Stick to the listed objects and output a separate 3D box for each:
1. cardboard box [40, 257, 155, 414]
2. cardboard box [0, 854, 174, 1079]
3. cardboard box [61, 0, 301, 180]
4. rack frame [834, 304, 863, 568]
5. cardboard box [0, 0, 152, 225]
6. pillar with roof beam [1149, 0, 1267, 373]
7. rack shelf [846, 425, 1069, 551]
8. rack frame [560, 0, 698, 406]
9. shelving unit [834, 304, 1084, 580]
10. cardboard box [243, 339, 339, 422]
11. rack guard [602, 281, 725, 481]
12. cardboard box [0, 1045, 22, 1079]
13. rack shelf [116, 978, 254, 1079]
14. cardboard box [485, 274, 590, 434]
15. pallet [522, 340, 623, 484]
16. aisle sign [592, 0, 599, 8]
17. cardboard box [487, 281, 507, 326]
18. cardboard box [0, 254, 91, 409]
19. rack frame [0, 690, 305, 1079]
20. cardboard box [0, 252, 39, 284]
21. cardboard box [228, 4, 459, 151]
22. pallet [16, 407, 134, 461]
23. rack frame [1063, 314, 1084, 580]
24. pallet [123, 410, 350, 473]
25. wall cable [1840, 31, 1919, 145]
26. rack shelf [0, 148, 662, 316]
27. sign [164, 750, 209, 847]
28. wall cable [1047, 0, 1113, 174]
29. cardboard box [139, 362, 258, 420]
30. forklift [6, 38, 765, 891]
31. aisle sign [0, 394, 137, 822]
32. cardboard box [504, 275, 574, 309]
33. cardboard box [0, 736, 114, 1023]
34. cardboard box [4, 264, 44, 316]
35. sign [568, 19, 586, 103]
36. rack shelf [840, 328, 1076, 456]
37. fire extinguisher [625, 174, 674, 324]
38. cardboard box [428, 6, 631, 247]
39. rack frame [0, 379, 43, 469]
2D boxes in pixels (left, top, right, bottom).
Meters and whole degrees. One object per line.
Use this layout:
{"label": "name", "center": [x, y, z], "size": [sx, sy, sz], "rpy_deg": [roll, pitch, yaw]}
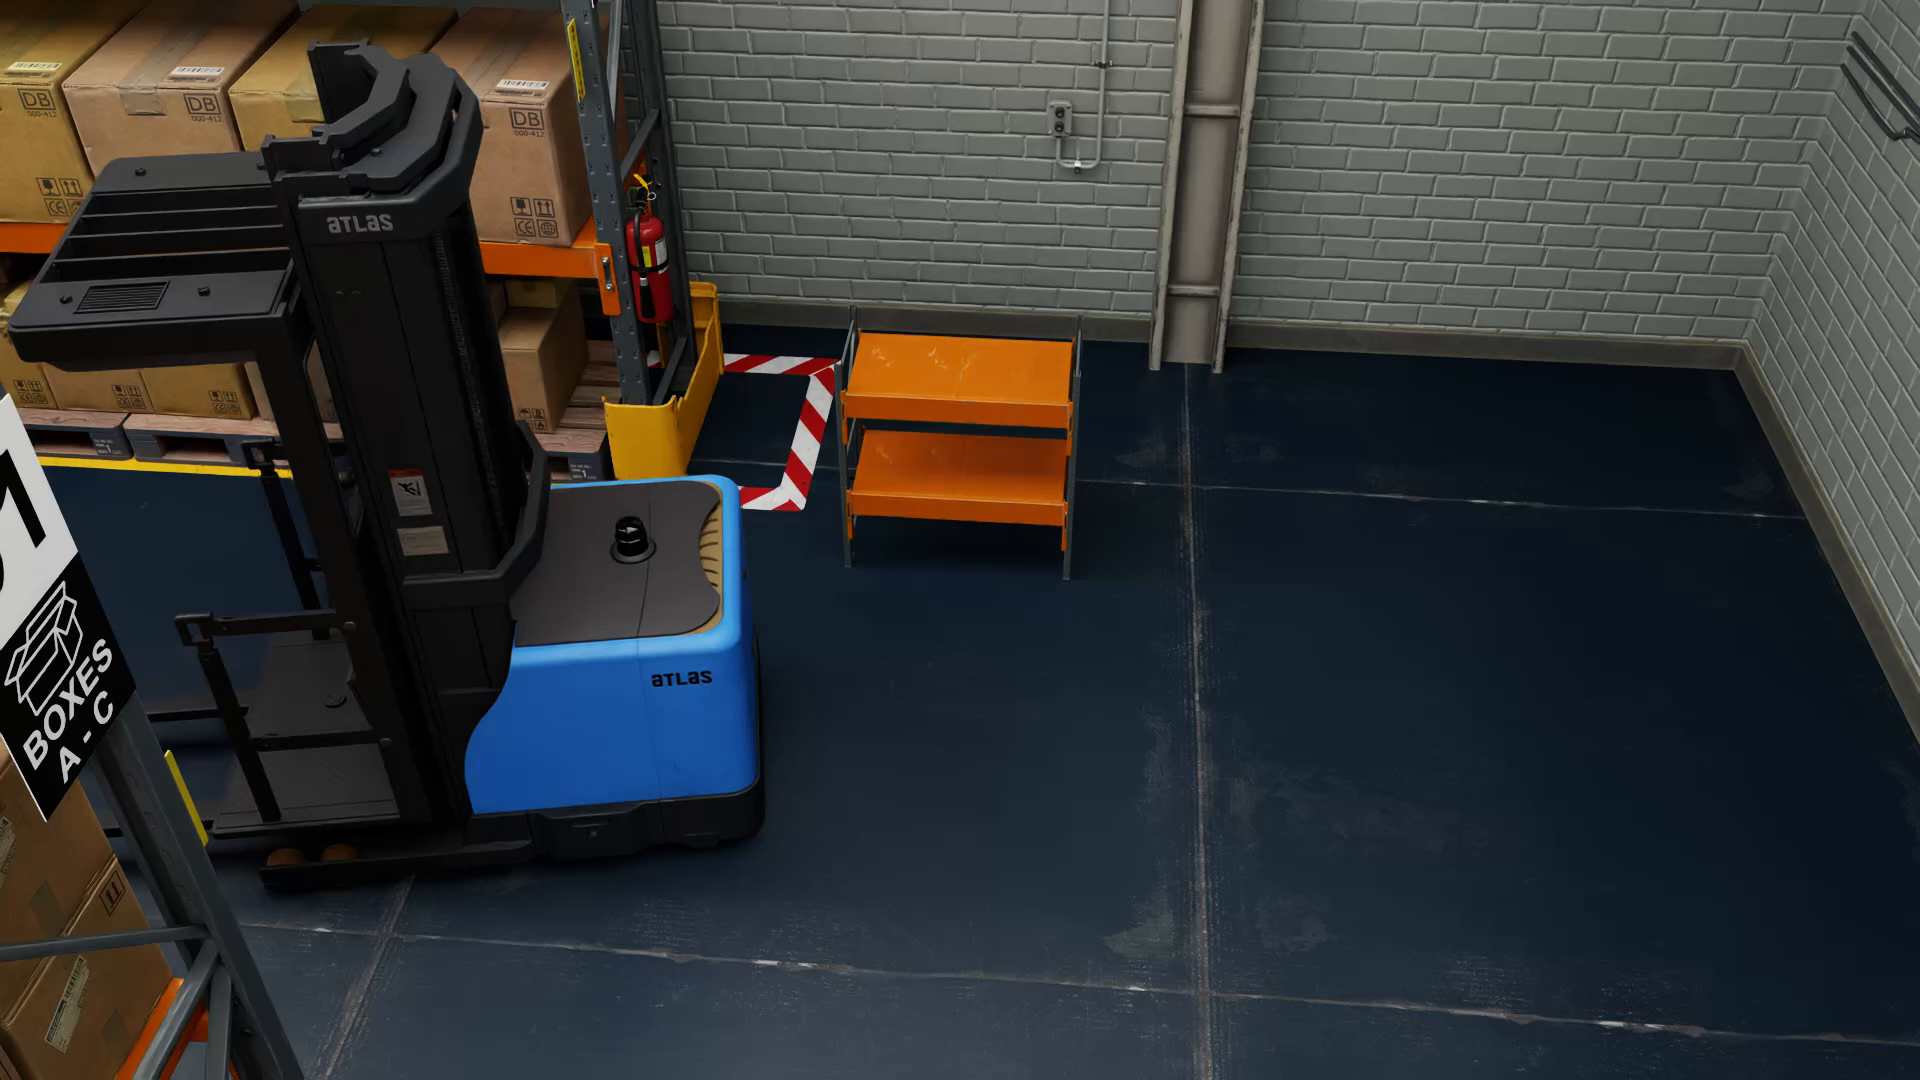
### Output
{"label": "cardboard box", "center": [-4.271, -1.056, 8.489], "size": [0.500, 0.500, 0.700], "rpy_deg": [3, 39, 3]}
{"label": "cardboard box", "center": [-2.365, 1.107, 4.105], "size": [0.500, 0.500, 0.500], "rpy_deg": [4, 39, 5]}
{"label": "cardboard box", "center": [-3.516, -1.997, 7.760], "size": [0.700, 0.700, 0.980], "rpy_deg": [1, 39, 2]}
{"label": "rack frame", "center": [-0.500, -0.464, 7.599], "size": [0.032, 1.125, 0.500], "rpy_deg": [3, 39, 4]}
{"label": "cardboard box", "center": [-4.241, -2.031, 7.801], "size": [0.700, 0.700, 0.980], "rpy_deg": [2, 39, 3]}
{"label": "pillar with roof beam", "center": [0.871, -1.796, 2.998], "size": [0.400, 9.000, 9.100], "rpy_deg": [3, 39, 4]}
{"label": "rack shelf", "center": [0.007, -0.246, 7.719], "size": [1.000, 0.278, 0.538], "rpy_deg": [3, 39, 4]}
{"label": "rack frame", "center": [-1.522, -1.779, 7.730], "size": [0.127, 3.000, 1.000], "rpy_deg": [3, 39, 4]}
{"label": "shelving unit", "center": [0.007, -0.436, 7.565], "size": [1.048, 1.125, 0.538], "rpy_deg": [3, 39, 4]}
{"label": "cardboard box", "center": [-3.228, -1.002, 8.423], "size": [0.500, 0.500, 0.700], "rpy_deg": [2, 39, 2]}
{"label": "rack guard", "center": [-1.498, -0.809, 8.518], "size": [0.348, 0.500, 1.175], "rpy_deg": [3, 39, 4]}
{"label": "cardboard box", "center": [-2.415, 1.444, 3.691], "size": [0.500, 0.500, 0.500], "rpy_deg": [4, 39, 5]}
{"label": "rack shelf", "center": [-3.938, 1.506, 4.264], "size": [4.000, 0.370, 1.077], "rpy_deg": [3, 39, 4]}
{"label": "cardboard box", "center": [-2.228, -0.948, 8.357], "size": [0.500, 0.500, 0.700], "rpy_deg": [3, 39, 4]}
{"label": "pallet", "center": [-2.325, -0.692, 8.604], "size": [1.213, 0.211, 1.003], "rpy_deg": [3, 39, 4]}
{"label": "aisle sign", "center": [-1.476, -2.595, 6.673], "size": [0.004, 0.787, 0.394], "rpy_deg": [3, 39, 4]}
{"label": "cardboard box", "center": [-2.372, -1.092, 8.020], "size": [0.250, 0.149, 0.380], "rpy_deg": [3, 39, 3]}
{"label": "cardboard box", "center": [-4.771, -1.086, 8.525], "size": [0.500, 0.500, 0.700], "rpy_deg": [4, 39, 4]}
{"label": "rack frame", "center": [-1.946, 1.336, 3.903], "size": [0.127, 3.000, 1.000], "rpy_deg": [3, 39, 4]}
{"label": "cardboard box", "center": [-4.898, -1.470, 8.484], "size": [0.250, 0.149, 0.380], "rpy_deg": [3, 39, 4]}
{"label": "cardboard box", "center": [-2.757, -1.950, 7.702], "size": [0.700, 0.700, 0.980], "rpy_deg": [3, 39, 3]}
{"label": "pallet", "center": [-4.756, -0.825, 8.767], "size": [1.213, 0.211, 1.003], "rpy_deg": [3, 39, 4]}
{"label": "rack frame", "center": [0.513, -0.408, 7.531], "size": [0.032, 1.125, 0.500], "rpy_deg": [3, 39, 4]}
{"label": "pallet", "center": [-3.537, -0.760, 8.687], "size": [1.213, 0.211, 1.003], "rpy_deg": [3, 39, 4]}
{"label": "wall cable", "center": [4.082, -2.369, 6.162], "size": [0.112, 2.526, 3.097], "rpy_deg": [3, 39, 4]}
{"label": "rack shelf", "center": [-3.515, -1.609, 8.091], "size": [4.000, 0.370, 1.077], "rpy_deg": [3, 39, 4]}
{"label": "sign", "center": [-1.899, 0.659, 4.049], "size": [0.005, 0.325, 0.100], "rpy_deg": [3, 39, 4]}
{"label": "wall cable", "center": [-0.165, -2.699, 8.055], "size": [1.851, 1.984, 0.084], "rpy_deg": [3, 39, 4]}
{"label": "cardboard box", "center": [-3.760, -1.027, 8.453], "size": [0.500, 0.500, 0.700], "rpy_deg": [4, 39, 5]}
{"label": "forklift", "center": [-2.313, -0.165, 5.802], "size": [3.031, 2.935, 1.130], "rpy_deg": [-4, 39, -5]}
{"label": "aisle sign", "center": [-1.852, 0.147, 3.304], "size": [0.004, 0.787, 0.394], "rpy_deg": [3, 39, 4]}
{"label": "cardboard box", "center": [-2.086, -1.319, 8.298], "size": [0.250, 0.149, 0.380], "rpy_deg": [3, 39, 4]}
{"label": "cardboard box", "center": [-2.365, 0.720, 3.789], "size": [0.500, 0.500, 0.500], "rpy_deg": [4, 39, 5]}
{"label": "cardboard box", "center": [-4.445, -1.204, 8.157], "size": [0.250, 0.149, 0.380], "rpy_deg": [4, 39, 5]}
{"label": "sign", "center": [-1.583, -1.980, 6.872], "size": [0.005, 0.325, 0.100], "rpy_deg": [3, 39, 4]}
{"label": "rack shelf", "center": [0.007, -0.663, 7.380], "size": [1.000, 0.278, 0.538], "rpy_deg": [3, 39, 4]}
{"label": "fire extinguisher", "center": [-1.412, -1.306, 7.506], "size": [0.183, 0.674, 0.296], "rpy_deg": [3, 39, 4]}
{"label": "cardboard box", "center": [-2.031, -1.917, 7.662], "size": [0.700, 0.700, 0.980], "rpy_deg": [5, 39, 6]}
{"label": "rack frame", "center": [-1.946, -0.990, 2.009], "size": [0.127, 3.000, 1.000], "rpy_deg": [3, 39, 4]}
